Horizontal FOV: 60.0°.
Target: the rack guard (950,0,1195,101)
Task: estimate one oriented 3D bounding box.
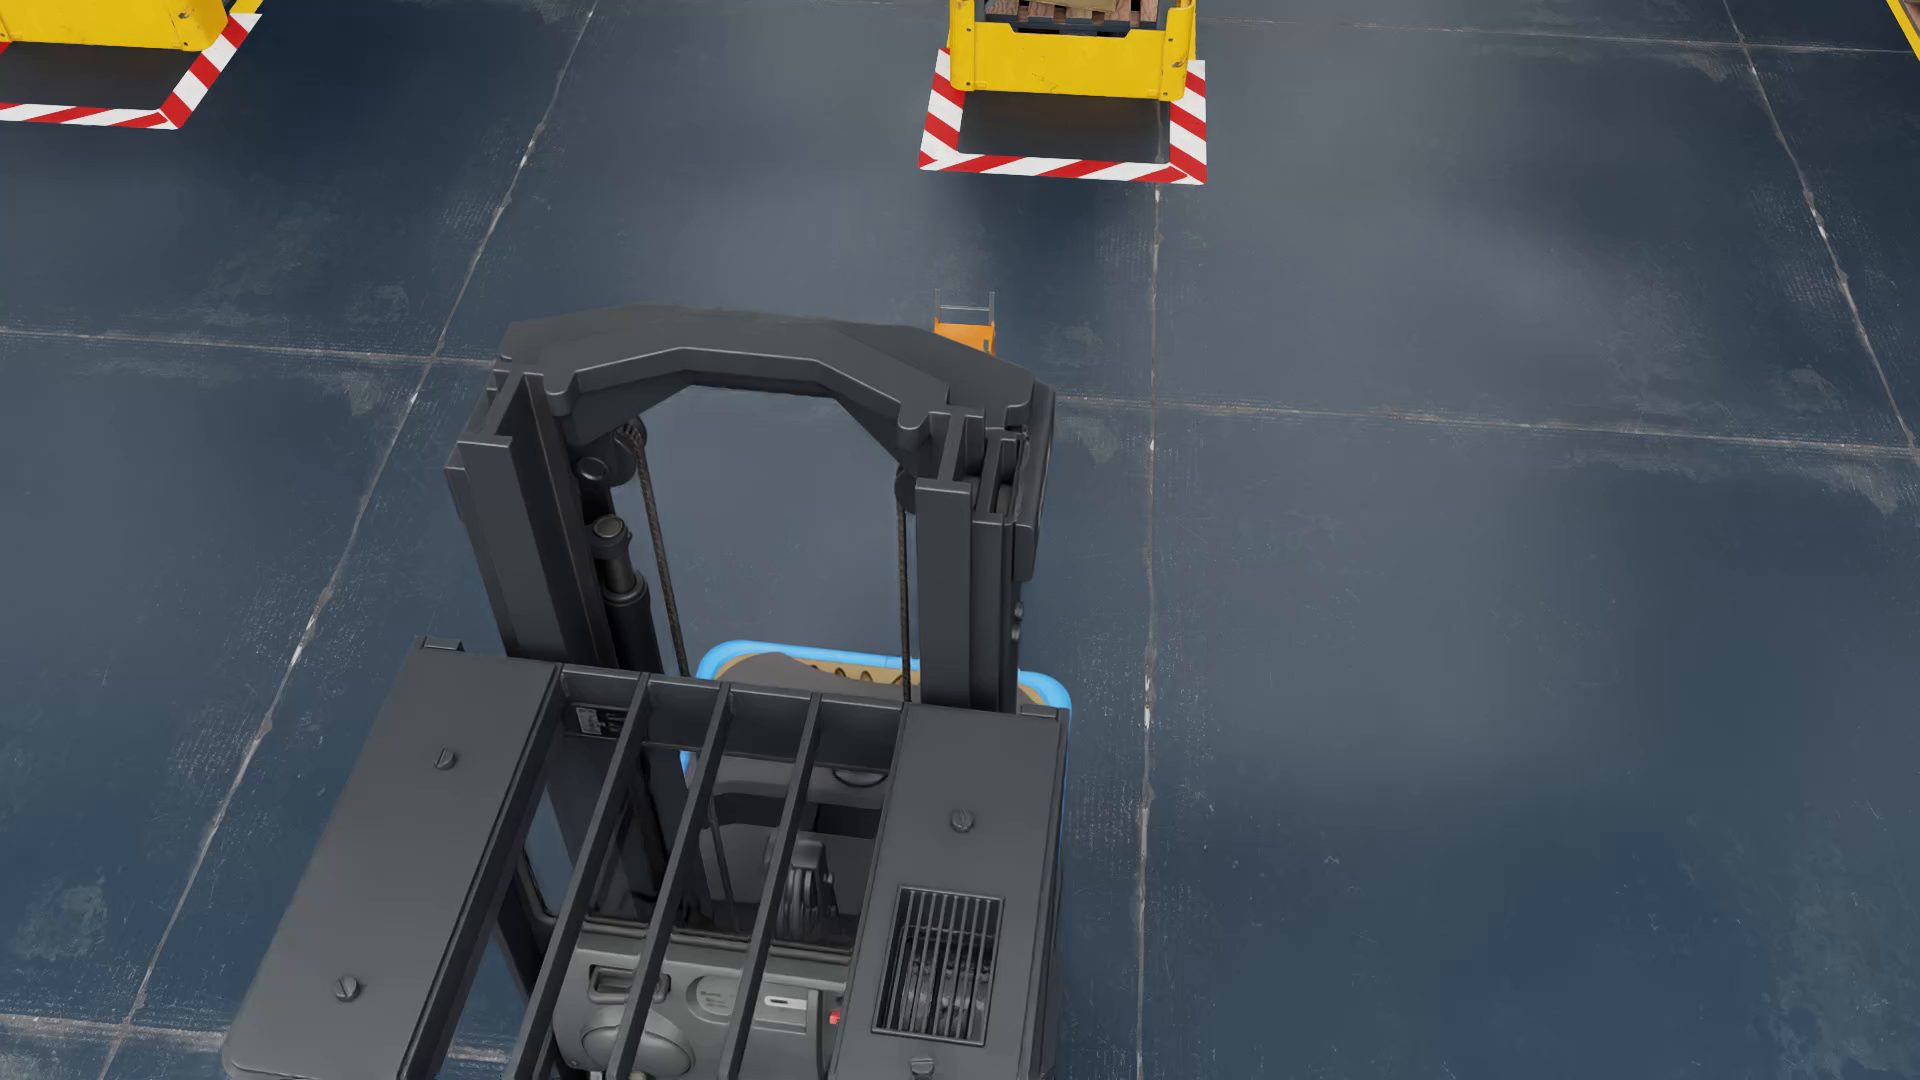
[{"bbox_3d":[0.543,-2.505,8.202,1.175,0.500,0.348,4,48,4],"label":"rack guard"}]

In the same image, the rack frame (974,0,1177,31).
[{"bbox_3d":[0.536,-3.293,7.229,1.000,3.000,0.127,4,48,4],"label":"rack frame"}]

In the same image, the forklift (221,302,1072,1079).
[{"bbox_3d":[-0.403,1.128,3.232,1.130,2.935,3.031,6,48,5],"label":"forklift"}]

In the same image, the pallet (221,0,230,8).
[{"bbox_3d":[-4.357,-3.340,9.162,1.003,0.211,1.213,4,48,4],"label":"pallet"}]

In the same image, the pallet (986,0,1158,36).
[{"bbox_3d":[0.652,-3.002,8.853,1.003,0.211,1.213,4,48,4],"label":"pallet"}]

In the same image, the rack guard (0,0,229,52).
[{"bbox_3d":[-4.436,-2.841,8.510,1.175,0.500,0.348,4,48,4],"label":"rack guard"}]

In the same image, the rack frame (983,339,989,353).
[{"bbox_3d":[-0.006,-0.304,5.817,0.200,1.050,0.008,4,48,4],"label":"rack frame"}]

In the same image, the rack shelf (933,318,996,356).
[{"bbox_3d":[0.005,-0.578,5.697,0.215,0.259,0.240,4,48,4],"label":"rack shelf"}]

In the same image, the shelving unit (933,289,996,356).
[{"bbox_3d":[0.005,-0.394,5.899,0.215,1.050,0.252,4,48,4],"label":"shelving unit"}]

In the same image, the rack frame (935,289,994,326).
[{"bbox_3d":[0.016,-0.483,5.981,0.200,1.050,0.008,4,48,4],"label":"rack frame"}]

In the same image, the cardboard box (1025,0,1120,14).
[{"bbox_3d":[0.609,-3.049,8.415,0.500,0.500,0.500,12,49,11],"label":"cardboard box"}]
